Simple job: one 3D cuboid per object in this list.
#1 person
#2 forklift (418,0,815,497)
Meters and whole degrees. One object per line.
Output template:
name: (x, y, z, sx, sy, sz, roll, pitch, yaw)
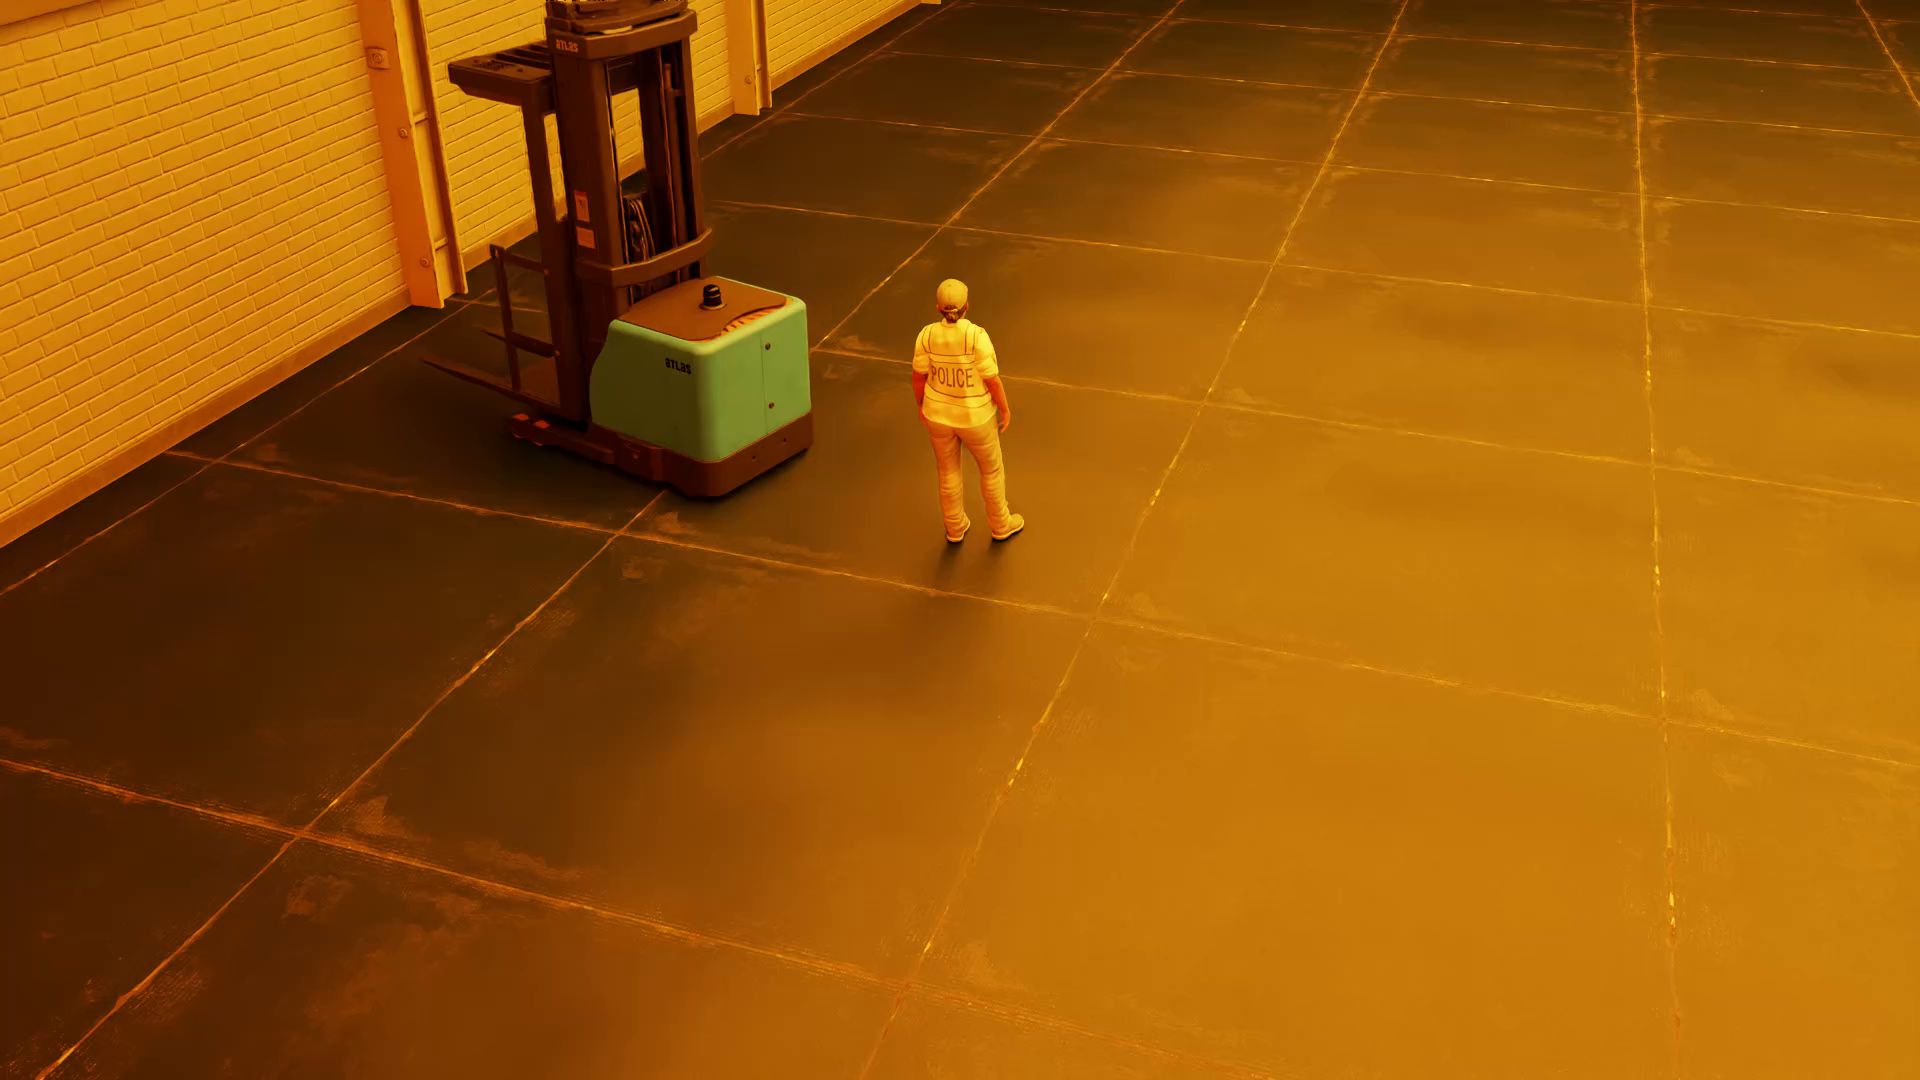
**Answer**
person: (0.052, -0.762, 9.735, 0.587, 1.670, 0.529, 10, 31, 16)
forklift: (-2.469, -2.103, 10.826, 3.031, 2.935, 1.130, 19, 35, 30)
